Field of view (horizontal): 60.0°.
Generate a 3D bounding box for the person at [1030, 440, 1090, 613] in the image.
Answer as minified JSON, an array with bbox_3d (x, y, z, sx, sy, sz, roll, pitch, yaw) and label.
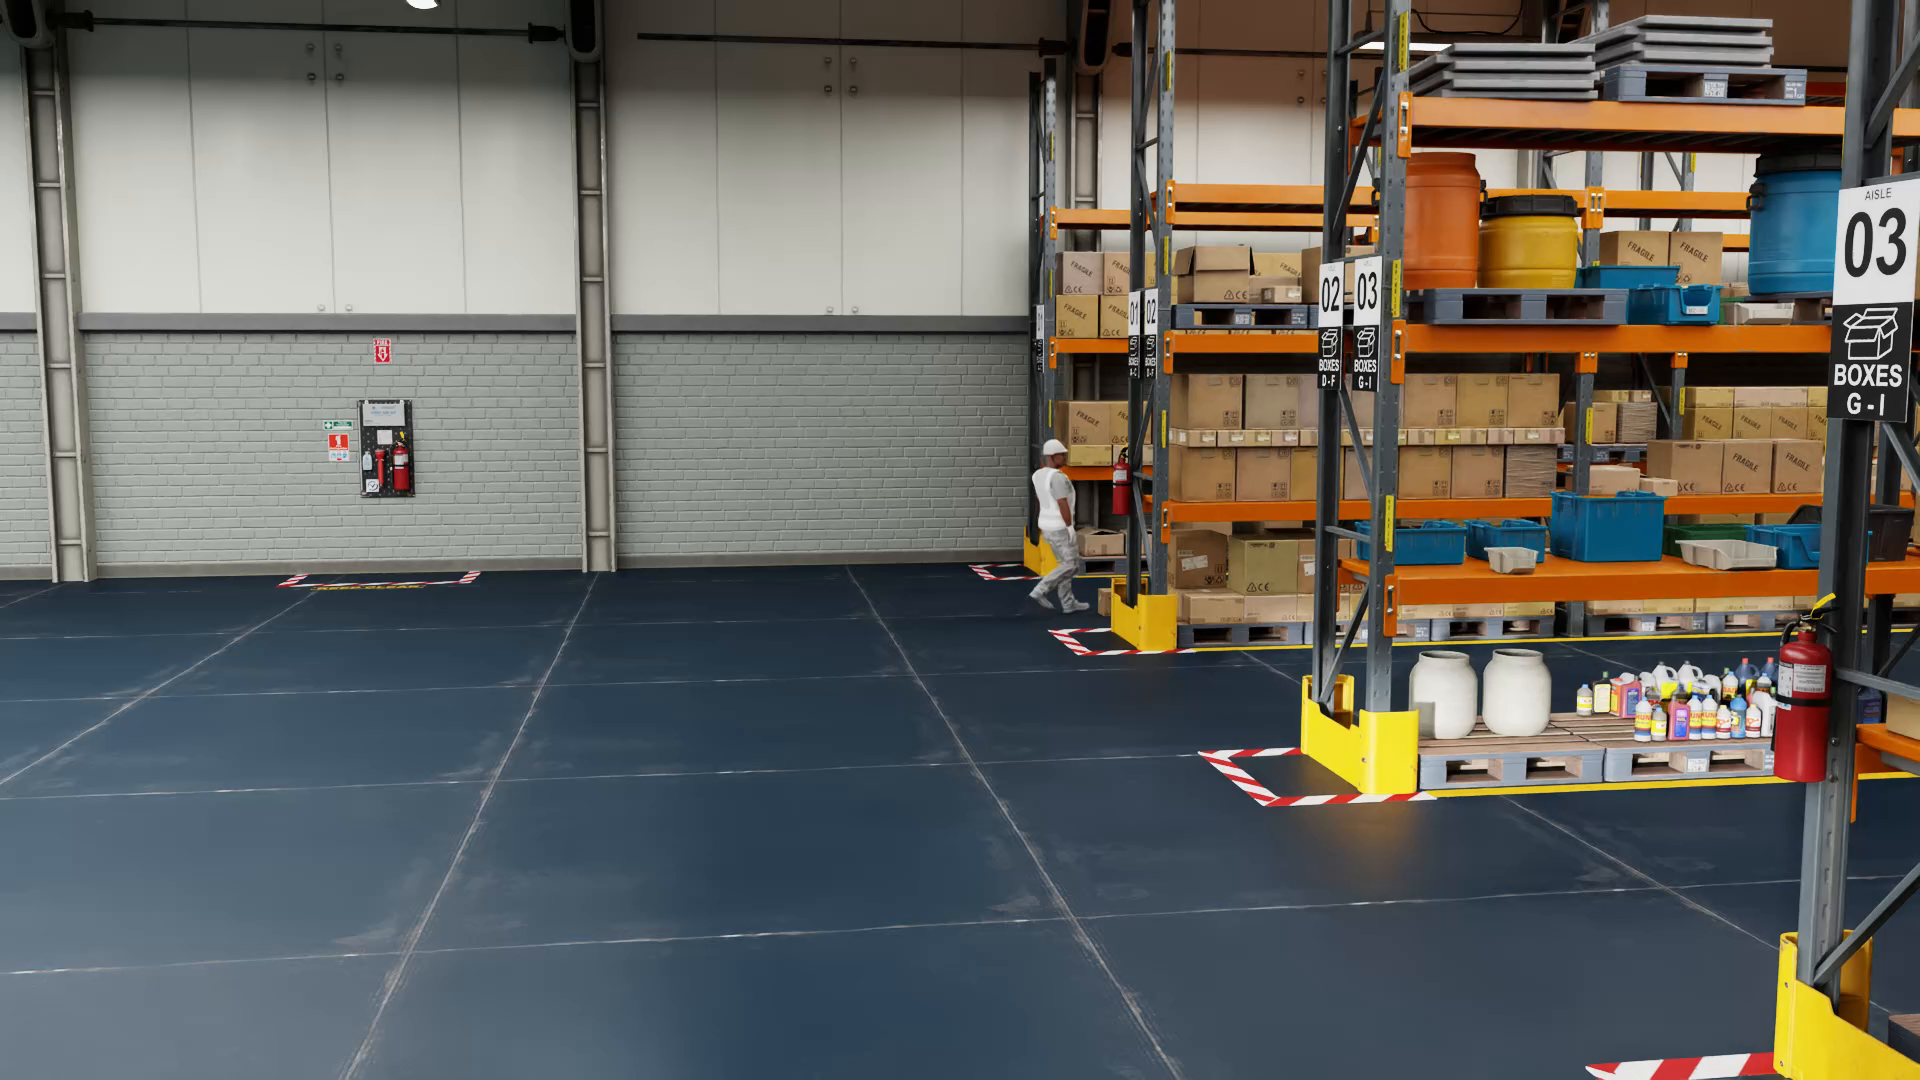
[{"bbox_3d":[1.005,-0.123,16.696,0.779,1.770,0.584,-3,7,-21],"label":"person"}]
